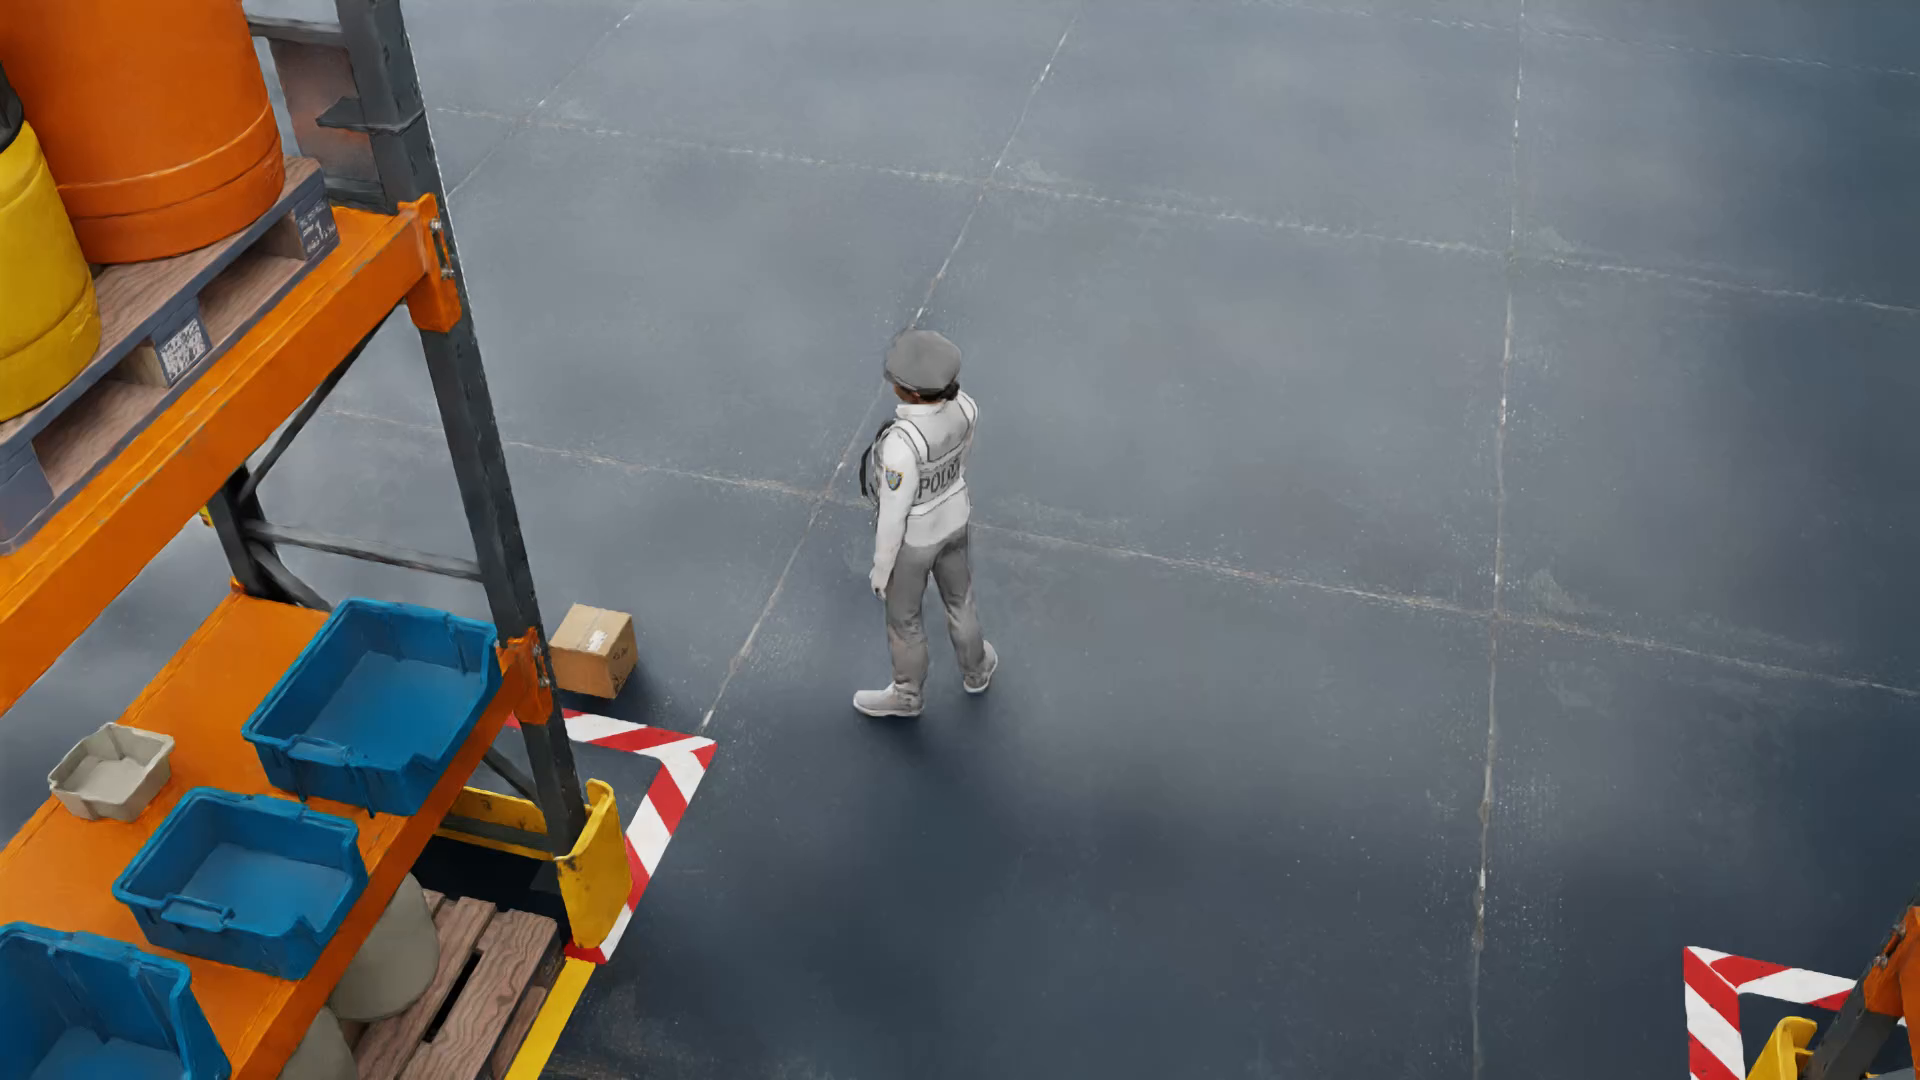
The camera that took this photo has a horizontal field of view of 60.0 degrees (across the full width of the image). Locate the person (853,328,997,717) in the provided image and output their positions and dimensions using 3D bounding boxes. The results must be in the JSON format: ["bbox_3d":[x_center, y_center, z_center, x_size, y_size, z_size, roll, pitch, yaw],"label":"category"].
[{"bbox_3d":[-0.110,-0.040,6.164,0.377,1.682,0.620,32,50,31],"label":"person"}]
